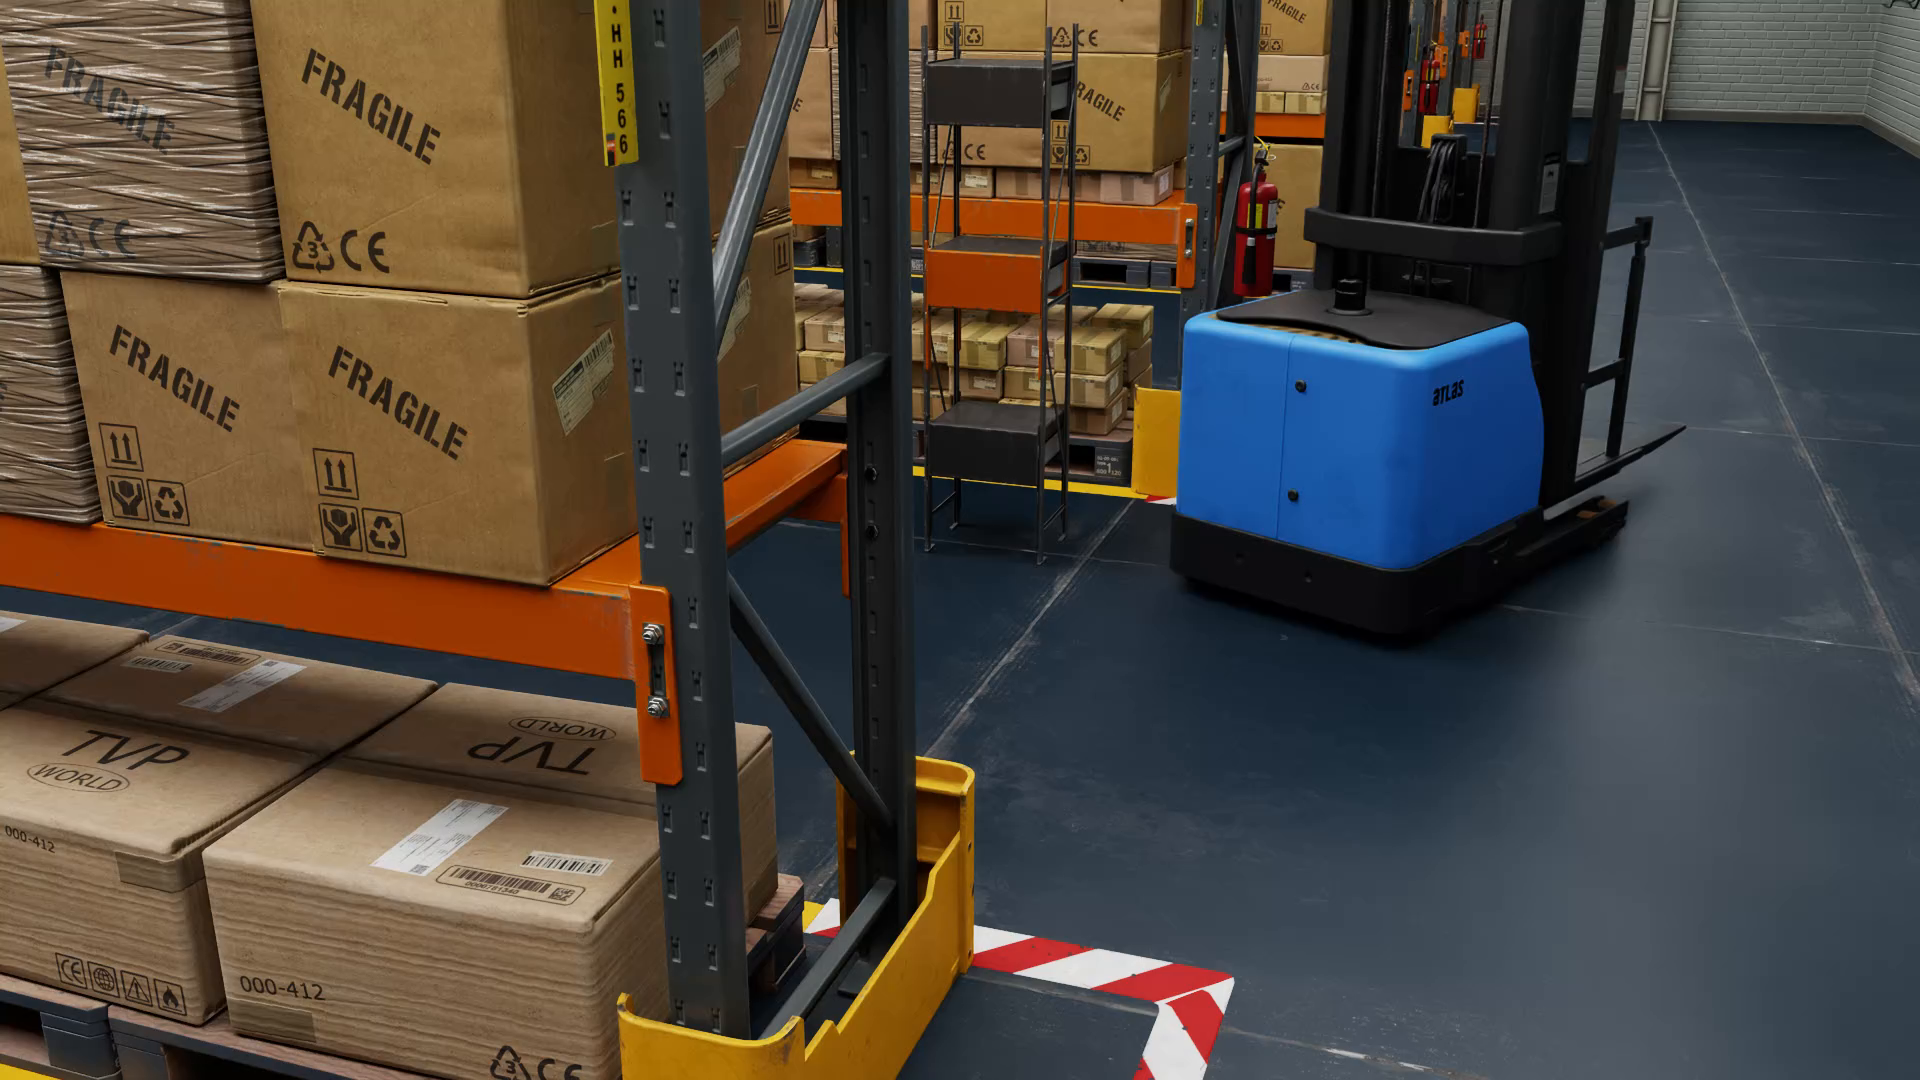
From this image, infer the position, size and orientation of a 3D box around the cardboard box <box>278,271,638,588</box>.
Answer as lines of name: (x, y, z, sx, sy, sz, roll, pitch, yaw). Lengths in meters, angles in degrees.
cardboard box: (-0.867, -0.256, 3.100, 0.500, 0.500, 0.500, 7, 20, 18)

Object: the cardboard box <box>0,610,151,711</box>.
cardboard box: (-2.699, 0.539, 4.228, 0.875, 0.438, 0.875, 6, 20, 16)

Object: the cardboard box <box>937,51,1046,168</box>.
cardboard box: (0.211, -2.002, 7.658, 0.500, 0.500, 0.500, 6, 20, 17)

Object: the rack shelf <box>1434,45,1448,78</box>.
rack shelf: (4.293, -6.276, 21.616, 4.000, 0.370, 1.077, 7, 20, 18)

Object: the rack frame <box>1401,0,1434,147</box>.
rack frame: (4.553, -4.860, 16.461, 0.127, 3.000, 1.000, 7, 20, 18)

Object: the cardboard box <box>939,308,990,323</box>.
cardboard box: (0.064, -1.144, 8.591, 0.250, 0.149, 0.380, 6, 20, 15)

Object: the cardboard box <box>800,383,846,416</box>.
cardboard box: (-0.609, -0.751, 8.366, 0.250, 0.149, 0.380, 7, 20, 19)

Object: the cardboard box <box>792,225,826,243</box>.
cardboard box: (-1.462, -3.010, 13.743, 0.875, 0.875, 1.225, 7, 20, 18)

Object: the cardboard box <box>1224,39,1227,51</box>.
cardboard box: (2.091, -3.933, 12.440, 0.500, 0.500, 0.500, 6, 20, 17)

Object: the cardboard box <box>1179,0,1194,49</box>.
cardboard box: (0.868, -2.579, 7.796, 0.500, 0.500, 0.500, 6, 20, 18)

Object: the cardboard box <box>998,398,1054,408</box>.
cardboard box: (0.363, -0.629, 8.016, 0.250, 0.149, 0.380, 7, 20, 20)

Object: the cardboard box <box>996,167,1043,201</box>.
cardboard box: (0.340, -1.678, 7.715, 0.250, 0.149, 0.380, 6, 20, 18)

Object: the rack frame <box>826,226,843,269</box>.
rack frame: (-0.850, -3.752, 13.282, 0.127, 3.000, 1.000, 7, 20, 18)

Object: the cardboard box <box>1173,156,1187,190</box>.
cardboard box: (1.006, -1.807, 8.084, 0.250, 0.149, 0.380, 6, 20, 18)

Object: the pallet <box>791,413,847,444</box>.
pallet: (-0.771, -0.711, 8.795, 1.213, 0.211, 1.003, 7, 20, 18)

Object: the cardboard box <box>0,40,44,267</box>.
cardboard box: (-1.827, -0.838, 3.251, 0.500, 0.500, 0.500, 6, 20, 18)

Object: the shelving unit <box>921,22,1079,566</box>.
shelving unit: (0.156, -0.974, 6.679, 0.503, 2.100, 0.431, 7, 20, 18)

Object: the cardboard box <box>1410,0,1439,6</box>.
cardboard box: (5.672, -6.881, 20.589, 0.500, 0.500, 0.500, 6, 20, 18)

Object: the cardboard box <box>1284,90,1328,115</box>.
cardboard box: (2.484, -3.137, 11.901, 0.250, 0.149, 0.380, 7, 20, 19)

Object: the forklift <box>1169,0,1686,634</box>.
forklift: (2.206, -1.447, 6.775, 1.130, 2.935, 3.031, 17, 26, 41)

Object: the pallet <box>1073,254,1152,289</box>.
pallet: (0.998, -2.197, 13.059, 1.213, 0.211, 1.003, 7, 20, 18)

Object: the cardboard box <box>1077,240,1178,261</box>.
cardboard box: (1.438, -2.657, 12.732, 0.875, 0.875, 0.875, 7, 20, 18)

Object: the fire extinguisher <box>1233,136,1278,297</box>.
fire extinguisher: (1.291, -1.405, 7.234, 0.183, 0.674, 0.296, 7, 20, 18)

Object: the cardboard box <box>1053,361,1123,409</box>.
cardboard box: (0.613, -0.749, 7.910, 0.250, 0.149, 0.380, 6, 20, 17)

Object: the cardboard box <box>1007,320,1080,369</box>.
cardboard box: (0.403, -0.945, 8.019, 0.250, 0.149, 0.380, 7, 20, 19)

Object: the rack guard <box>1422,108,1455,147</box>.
rack guard: (6.111, -5.227, 21.313, 0.348, 0.500, 1.175, 7, 20, 18)

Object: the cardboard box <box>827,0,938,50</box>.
cardboard box: (-0.282, -2.528, 7.650, 0.500, 0.500, 0.500, 8, 21, 21)

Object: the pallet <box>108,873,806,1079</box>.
pallet: (-1.105, 1.016, 3.840, 1.213, 0.211, 1.003, 7, 20, 18)

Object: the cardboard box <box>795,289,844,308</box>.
cardboard box: (-0.697, -1.217, 8.800, 0.250, 0.149, 0.380, 7, 20, 18)

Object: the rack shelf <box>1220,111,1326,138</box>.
rack shelf: (1.039, -3.196, 12.781, 4.000, 0.370, 1.077, 7, 20, 18)

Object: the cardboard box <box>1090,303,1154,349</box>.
cardboard box: (0.821, -1.084, 8.417, 0.250, 0.149, 0.380, 6, 20, 16)

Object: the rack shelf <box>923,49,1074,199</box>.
rack shelf: (0.156, -1.622, 6.453, 0.480, 0.518, 0.431, 7, 20, 18)

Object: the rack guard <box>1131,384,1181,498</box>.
rack guard: (1.133, -0.616, 8.085, 0.348, 0.500, 1.175, 7, 20, 18)

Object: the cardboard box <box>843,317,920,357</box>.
cardboard box: (-0.379, -0.993, 8.156, 0.250, 0.149, 0.380, 7, 21, 20)

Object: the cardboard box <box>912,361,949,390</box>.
cardboard box: (-0.099, -0.866, 8.245, 0.250, 0.149, 0.380, 6, 20, 17)

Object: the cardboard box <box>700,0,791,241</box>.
cardboard box: (-0.684, -0.898, 3.425, 0.500, 0.500, 0.500, 6, 20, 17)

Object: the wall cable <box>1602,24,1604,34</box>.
wall cable: (9.325, -8.576, 25.577, 1.851, 1.984, 0.084, 7, 20, 18)

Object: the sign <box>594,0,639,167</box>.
sign: (-0.515, -0.730, 2.494, 0.005, 0.325, 0.100, 7, 20, 18)

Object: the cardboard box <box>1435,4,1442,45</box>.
cardboard box: (5.850, -6.577, 21.234, 0.500, 0.500, 0.500, 7, 20, 19)

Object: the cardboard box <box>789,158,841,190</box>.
cardboard box: (-0.640, -1.807, 8.086, 0.250, 0.149, 0.380, 7, 20, 19)

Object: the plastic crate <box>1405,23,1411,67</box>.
plastic crate: (4.176, -4.883, 16.382, 0.499, 0.435, 0.616, 7, 20, 18)
